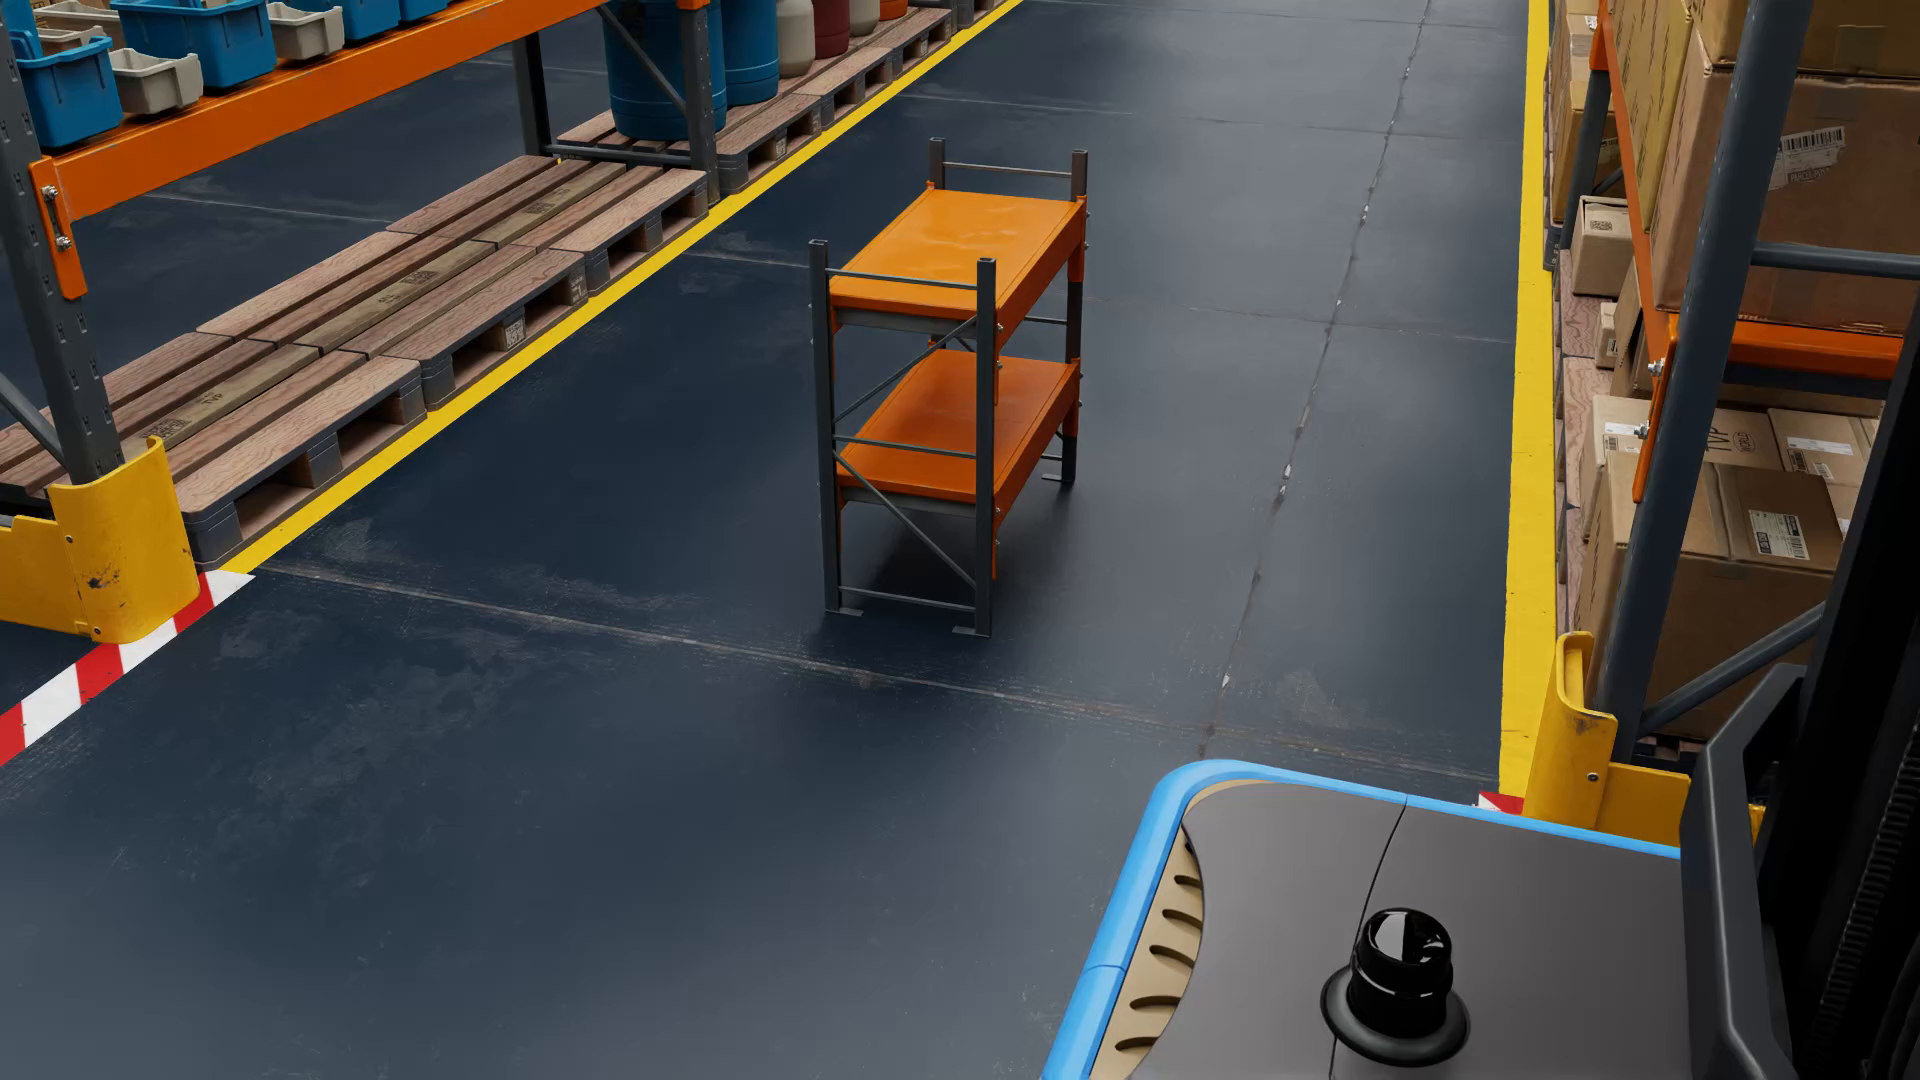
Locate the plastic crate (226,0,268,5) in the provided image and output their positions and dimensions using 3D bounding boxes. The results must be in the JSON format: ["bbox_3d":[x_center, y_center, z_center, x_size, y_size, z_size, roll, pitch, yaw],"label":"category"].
[{"bbox_3d":[-2.569,-1.903,5.795,0.298,0.136,0.250,8,30,15],"label":"plastic crate"}]

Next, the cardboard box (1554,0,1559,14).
[{"bbox_3d":[4.289,-3.692,11.198,0.500,0.250,0.500,8,30,14],"label":"cardboard box"}]

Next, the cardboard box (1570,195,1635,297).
[{"bbox_3d":[2.716,-1.185,6.608,0.500,0.311,0.500,8,30,15],"label":"cardboard box"}]

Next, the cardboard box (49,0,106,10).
[{"bbox_3d":[-5.993,-3.718,10.601,1.225,0.875,0.875,7,30,13],"label":"cardboard box"}]

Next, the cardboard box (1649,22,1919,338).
[{"bbox_3d":[1.743,-0.764,3.434,0.500,0.500,0.500,9,30,16],"label":"cardboard box"}]

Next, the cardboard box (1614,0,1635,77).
[{"bbox_3d":[2.340,-1.707,5.130,0.500,0.500,0.500,8,30,15],"label":"cardboard box"}]

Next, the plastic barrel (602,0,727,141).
[{"bbox_3d":[-1.512,-2.557,8.488,0.600,0.901,0.708,8,30,15],"label":"plastic barrel"}]

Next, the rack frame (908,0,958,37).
[{"bbox_3d":[-0.514,-4.899,10.971,1.000,3.000,0.127,8,30,15],"label":"rack frame"}]

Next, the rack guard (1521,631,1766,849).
[{"bbox_3d":[1.894,0.584,3.686,1.175,0.500,0.348,8,30,15],"label":"rack guard"}]

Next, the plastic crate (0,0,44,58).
[{"bbox_3d":[-2.942,-1.405,4.593,0.616,0.435,0.499,8,30,15],"label":"plastic crate"}]

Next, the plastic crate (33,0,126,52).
[{"bbox_3d":[-2.697,-1.630,5.304,0.396,0.136,0.243,8,30,15],"label":"plastic crate"}]

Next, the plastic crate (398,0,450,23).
[{"bbox_3d":[-2.000,-1.954,5.787,0.416,0.233,0.300,8,30,15],"label":"plastic crate"}]

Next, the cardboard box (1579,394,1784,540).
[{"bbox_3d":[2.104,-0.189,4.879,0.500,0.250,0.500,8,30,15],"label":"cardboard box"}]

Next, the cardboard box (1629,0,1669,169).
[{"bbox_3d":[2.044,-1.236,4.284,0.500,0.500,0.500,9,30,15],"label":"cardboard box"}]

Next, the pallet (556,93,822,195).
[{"bbox_3d":[-1.422,-2.174,8.942,1.003,0.211,1.213,8,30,15],"label":"pallet"}]

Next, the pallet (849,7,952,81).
[{"bbox_3d":[-0.706,-3.308,10.980,1.003,0.211,1.213,8,30,15],"label":"pallet"}]

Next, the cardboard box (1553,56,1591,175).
[{"bbox_3d":[3.070,-1.930,7.753,0.500,0.500,0.500,9,30,15],"label":"cardboard box"}]

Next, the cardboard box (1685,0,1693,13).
[{"bbox_3d":[1.887,-1.435,3.612,0.500,0.500,0.500,9,30,16],"label":"cardboard box"}]

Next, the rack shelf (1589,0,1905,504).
[{"bbox_3d":[2.459,-1.088,4.860,1.077,0.370,4.000,8,30,15],"label":"rack shelf"}]

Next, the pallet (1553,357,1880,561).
[{"bbox_3d":[2.487,-0.225,5.438,1.003,0.211,1.213,8,30,15],"label":"pallet"}]

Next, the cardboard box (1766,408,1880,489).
[{"bbox_3d":[2.596,-0.141,4.793,0.500,0.250,0.500,8,30,15],"label":"cardboard box"}]

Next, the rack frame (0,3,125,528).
[{"bbox_3d":[-2.862,-1.181,4.288,1.000,3.000,0.127,8,30,15],"label":"rack frame"}]

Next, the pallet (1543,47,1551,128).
[{"bbox_3d":[3.965,-2.631,9.762,1.003,0.211,1.213,8,30,15],"label":"pallet"}]

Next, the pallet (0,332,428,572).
[{"bbox_3d":[-2.583,-0.341,5.645,1.003,0.211,1.213,8,30,15],"label":"pallet"}]

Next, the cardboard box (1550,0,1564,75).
[{"bbox_3d":[3.665,-2.876,9.453,0.500,0.500,0.500,7,30,13],"label":"cardboard box"}]

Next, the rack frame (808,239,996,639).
[{"bbox_3d":[-0.151,-0.252,4.546,0.500,1.125,0.032,8,30,15],"label":"rack frame"}]

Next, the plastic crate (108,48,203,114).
[{"bbox_3d":[-2.302,-1.297,4.706,0.250,0.136,0.298,8,30,15],"label":"plastic crate"}]

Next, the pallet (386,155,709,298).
[{"bbox_3d":[-1.867,-1.475,7.683,1.003,0.211,1.213,8,30,15],"label":"pallet"}]

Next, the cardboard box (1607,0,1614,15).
[{"bbox_3d":[2.636,-2.178,5.976,0.500,0.500,0.500,9,30,16],"label":"cardboard box"}]

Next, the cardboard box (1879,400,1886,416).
[{"bbox_3d":[2.930,-0.695,5.728,0.500,0.311,0.500,8,30,15],"label":"cardboard box"}]

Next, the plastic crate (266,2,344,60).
[{"bbox_3d":[-2.103,-1.613,5.273,0.250,0.136,0.298,8,30,15],"label":"plastic crate"}]

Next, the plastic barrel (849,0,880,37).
[{"bbox_3d":[-0.722,-3.491,10.566,0.421,0.512,0.421,0,29,0],"label":"plastic barrel"}]

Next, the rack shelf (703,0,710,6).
[{"bbox_3d":[-1.101,-3.655,9.475,1.077,0.370,4.000,8,30,15],"label":"rack shelf"}]

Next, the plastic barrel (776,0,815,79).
[{"bbox_3d":[-1.053,-2.966,9.623,0.421,0.512,0.421,0,29,0],"label":"plastic barrel"}]

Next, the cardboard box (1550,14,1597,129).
[{"bbox_3d":[3.365,-2.400,8.598,0.500,0.500,0.500,7,30,13],"label":"cardboard box"}]

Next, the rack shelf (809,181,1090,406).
[{"bbox_3d":[-0.002,-0.744,4.829,0.538,0.278,1.000,8,30,15],"label":"rack shelf"}]

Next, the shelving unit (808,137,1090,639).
[{"bbox_3d":[-0.002,-0.488,4.971,0.538,1.125,1.048,8,30,15],"label":"shelving unit"}]

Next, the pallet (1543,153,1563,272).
[{"bbox_3d":[3.249,-1.497,7.723,1.003,0.211,1.213,8,30,15],"label":"pallet"}]
